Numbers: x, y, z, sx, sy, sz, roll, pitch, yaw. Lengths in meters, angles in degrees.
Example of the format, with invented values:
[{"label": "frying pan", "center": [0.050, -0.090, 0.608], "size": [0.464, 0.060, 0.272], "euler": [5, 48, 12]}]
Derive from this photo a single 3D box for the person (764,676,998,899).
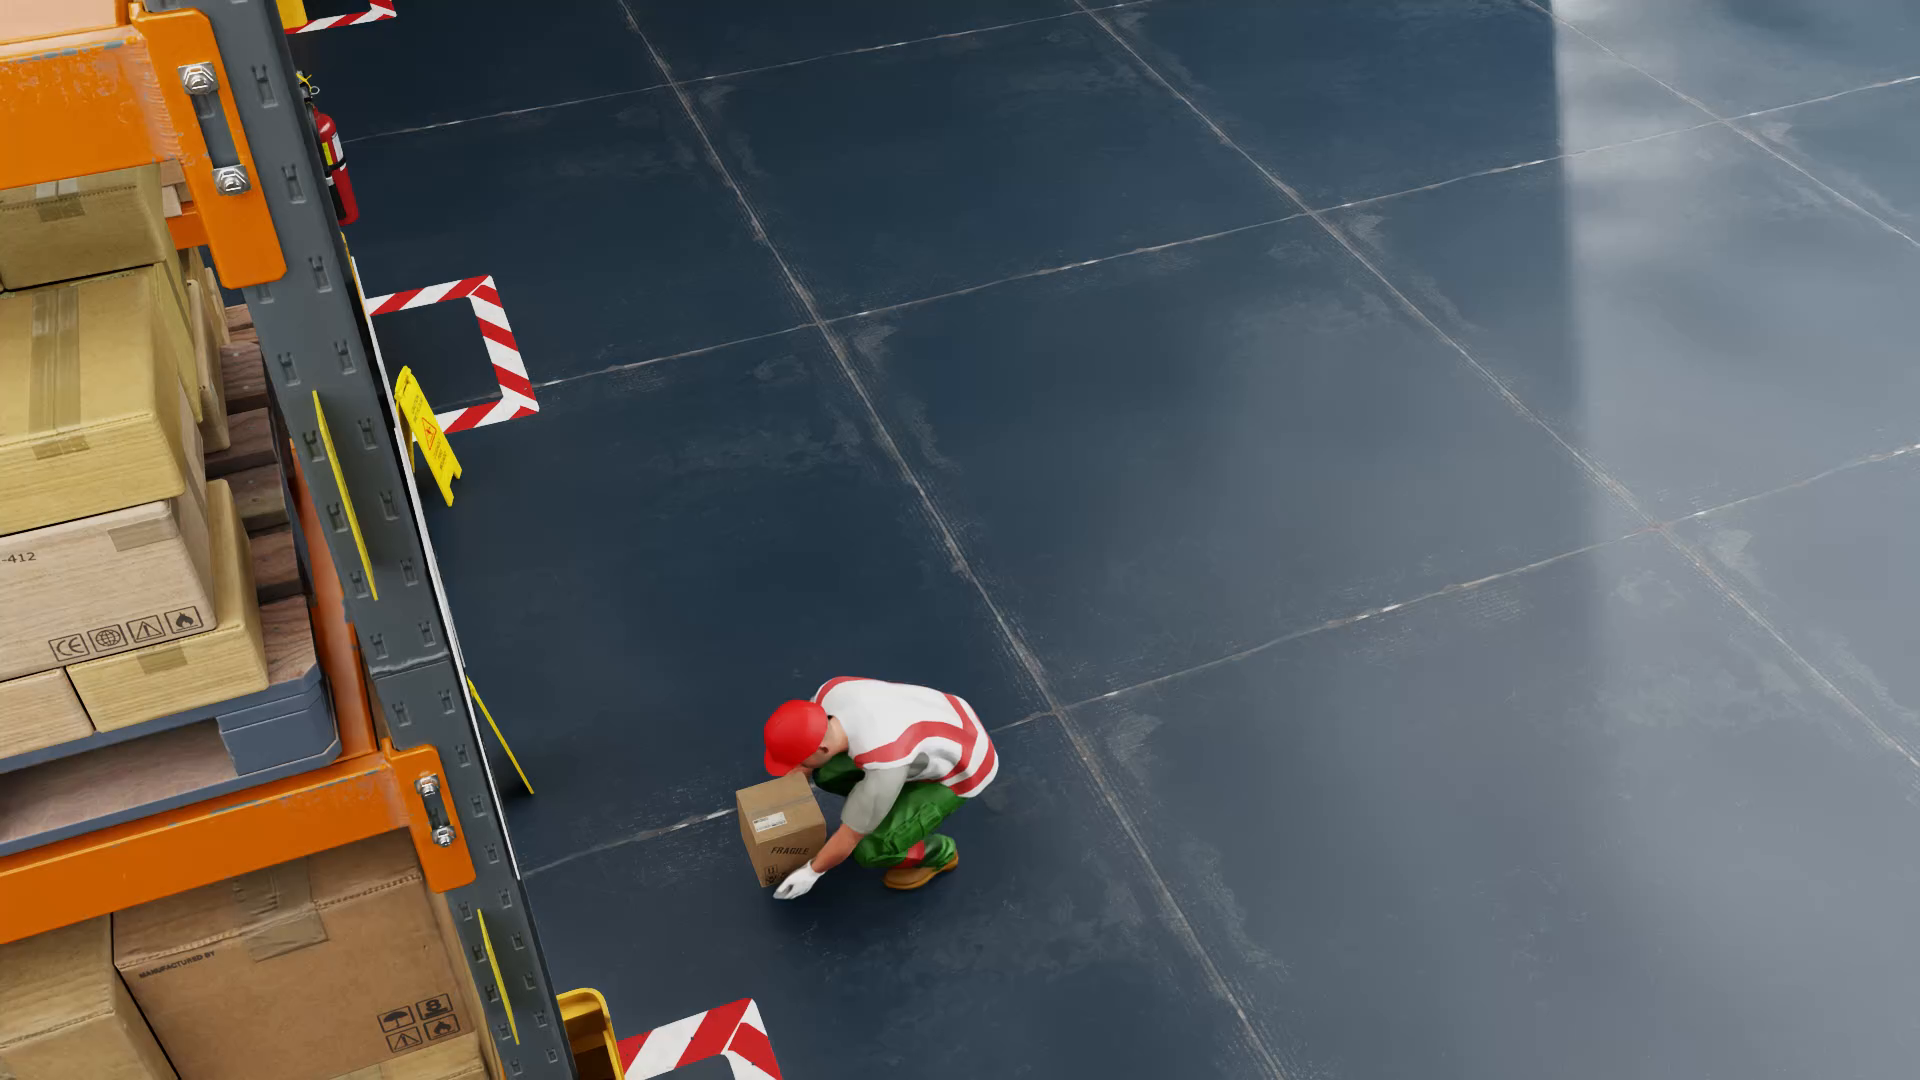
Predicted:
[{"label": "person", "center": [-0.296, 0.823, 5.816], "size": [0.884, 0.991, 0.567], "euler": [-15, 44, -17]}]
